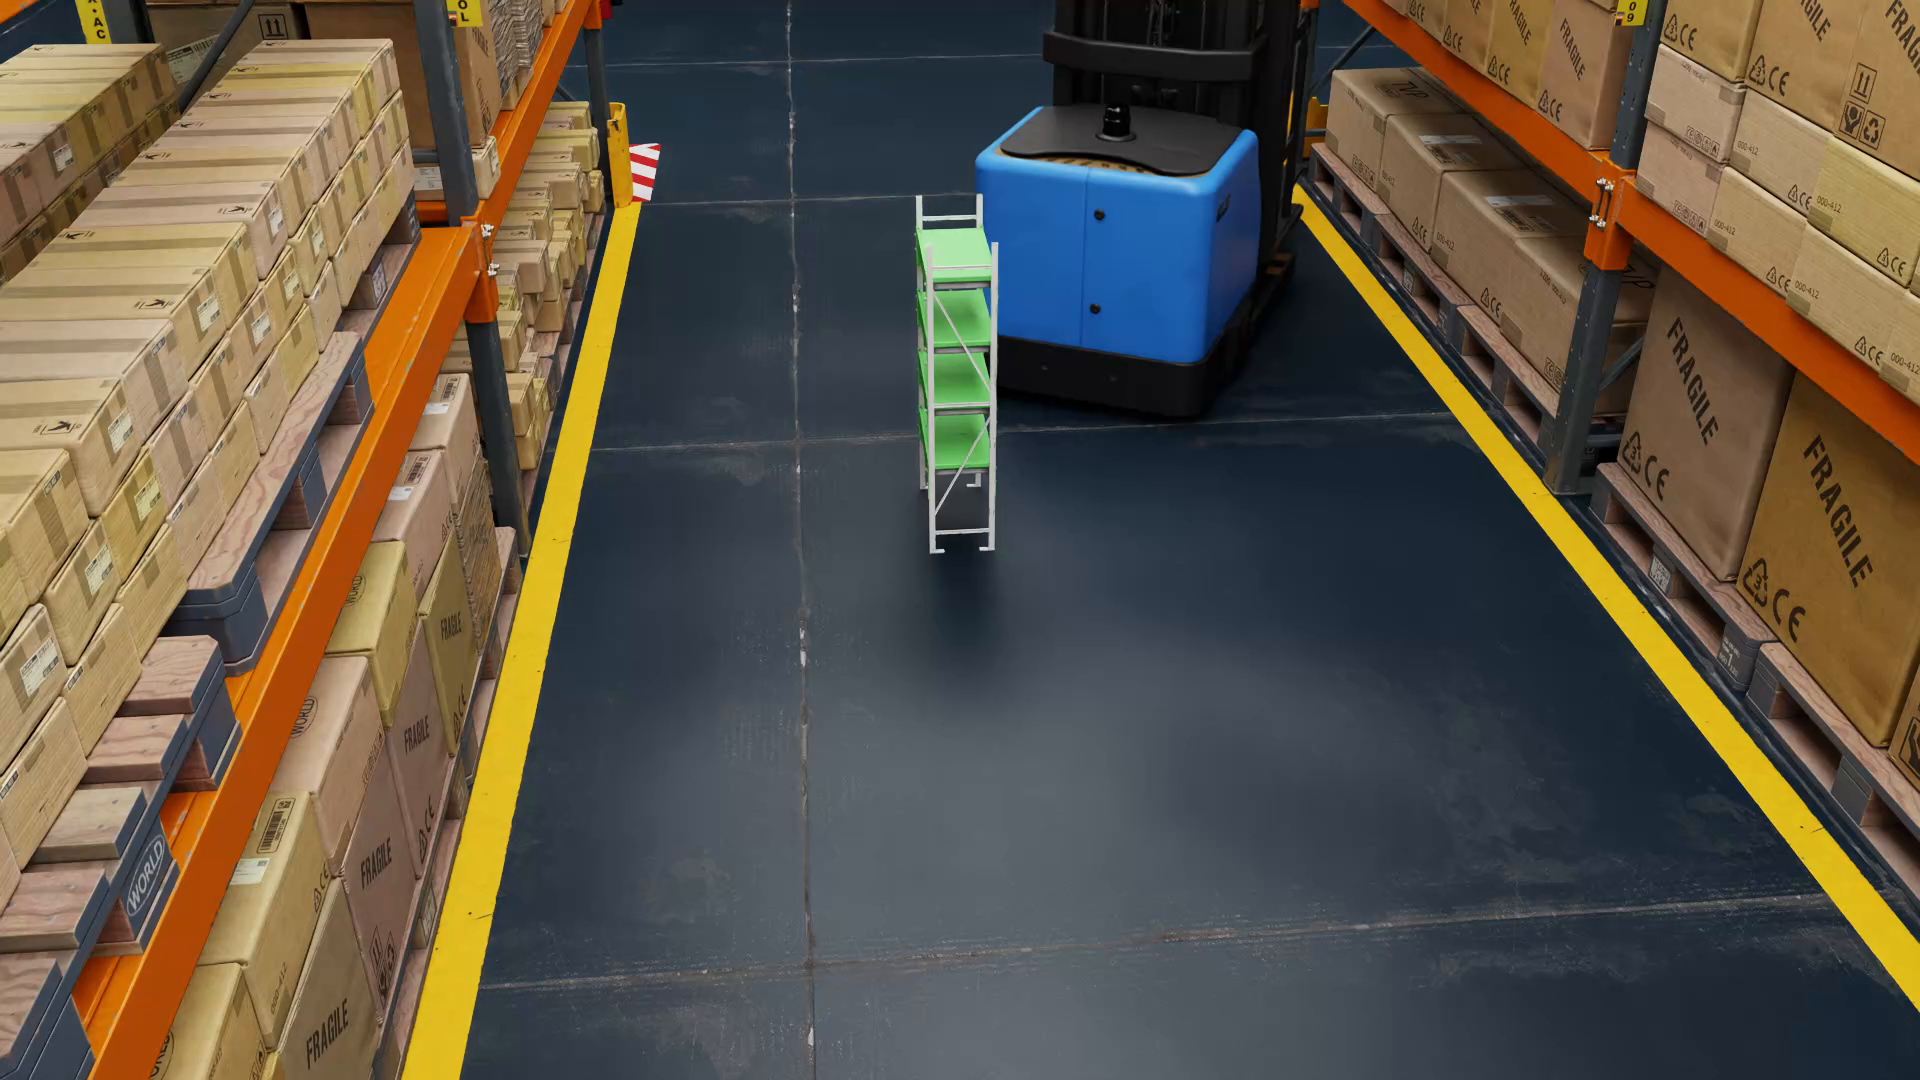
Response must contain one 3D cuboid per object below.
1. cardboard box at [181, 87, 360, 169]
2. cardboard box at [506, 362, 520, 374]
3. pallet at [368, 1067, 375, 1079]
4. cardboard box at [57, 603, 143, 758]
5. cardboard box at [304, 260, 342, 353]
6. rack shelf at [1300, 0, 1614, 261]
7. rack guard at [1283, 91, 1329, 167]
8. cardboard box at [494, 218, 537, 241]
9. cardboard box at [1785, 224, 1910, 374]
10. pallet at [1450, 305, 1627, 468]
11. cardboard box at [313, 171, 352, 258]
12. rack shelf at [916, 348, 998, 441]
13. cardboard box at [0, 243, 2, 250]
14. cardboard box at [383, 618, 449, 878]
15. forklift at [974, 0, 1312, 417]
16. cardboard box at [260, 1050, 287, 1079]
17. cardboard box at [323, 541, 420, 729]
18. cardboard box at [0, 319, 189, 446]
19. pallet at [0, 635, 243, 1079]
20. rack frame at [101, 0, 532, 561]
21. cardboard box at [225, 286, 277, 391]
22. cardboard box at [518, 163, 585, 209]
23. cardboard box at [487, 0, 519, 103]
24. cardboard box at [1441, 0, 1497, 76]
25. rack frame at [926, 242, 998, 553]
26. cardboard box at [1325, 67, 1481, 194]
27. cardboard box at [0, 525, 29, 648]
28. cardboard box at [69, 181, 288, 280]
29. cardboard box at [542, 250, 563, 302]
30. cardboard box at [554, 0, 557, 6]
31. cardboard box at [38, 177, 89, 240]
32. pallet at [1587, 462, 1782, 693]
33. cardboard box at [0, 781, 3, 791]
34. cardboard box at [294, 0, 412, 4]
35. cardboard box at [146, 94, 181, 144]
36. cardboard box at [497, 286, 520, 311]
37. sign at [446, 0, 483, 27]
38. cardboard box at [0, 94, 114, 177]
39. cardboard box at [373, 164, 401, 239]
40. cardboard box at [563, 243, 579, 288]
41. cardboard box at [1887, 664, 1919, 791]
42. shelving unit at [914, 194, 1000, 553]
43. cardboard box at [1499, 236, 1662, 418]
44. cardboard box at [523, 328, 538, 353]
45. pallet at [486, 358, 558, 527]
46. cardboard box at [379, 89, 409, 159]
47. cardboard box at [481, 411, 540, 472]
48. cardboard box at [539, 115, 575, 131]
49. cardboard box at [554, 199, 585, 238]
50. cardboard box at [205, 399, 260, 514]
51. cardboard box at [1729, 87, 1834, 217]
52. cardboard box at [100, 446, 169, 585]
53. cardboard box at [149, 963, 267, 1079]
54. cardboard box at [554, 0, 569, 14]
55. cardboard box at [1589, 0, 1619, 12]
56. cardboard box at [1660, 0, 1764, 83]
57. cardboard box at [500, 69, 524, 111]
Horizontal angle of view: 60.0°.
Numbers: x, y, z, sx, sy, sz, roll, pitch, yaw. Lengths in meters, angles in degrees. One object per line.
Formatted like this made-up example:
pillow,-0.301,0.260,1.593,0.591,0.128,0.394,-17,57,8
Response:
cardboard box,-1.816,-1.084,4.395,0.380,0.149,0.250,-4,31,-6
cardboard box,-1.924,-0.630,6.461,0.380,0.149,0.250,-3,31,-4
pallet,-1.794,1.619,3.333,1.003,0.211,1.213,-3,31,-5
cardboard box,-1.613,0.236,2.765,0.380,0.149,0.250,-1,31,-2
cardboard box,-1.760,-0.570,4.115,0.380,0.149,0.250,-4,31,-7
rack shelf,2.636,-2.222,7.746,1.077,0.370,4.000,-3,31,-5
rack guard,2.447,-2.491,9.933,1.175,0.500,0.348,-3,31,-5
cardboard box,-2.058,-1.290,7.275,0.380,0.149,0.250,-4,31,-7
cardboard box,2.683,-0.681,4.612,0.500,0.250,0.500,-3,31,-5
pallet,2.830,-0.705,7.224,1.003,0.211,1.213,-3,31,-5
cardboard box,-1.786,-0.827,4.254,0.380,0.149,0.250,-4,31,-6
rack shelf,-0.015,-0.545,6.117,0.258,0.148,0.480,-3,31,-5
cardboard box,-2.395,-0.666,3.694,0.380,0.149,0.250,-2,31,-3
cardboard box,-1.685,0.562,4.413,0.500,0.500,0.500,-3,31,-6
forklift,1.056,-2.517,7.606,1.130,2.935,3.031,11,33,18
cardboard box,-1.534,1.341,3.108,0.500,0.500,0.500,-4,31,-7
cardboard box,-1.676,0.250,4.202,0.500,0.250,0.500,-4,31,-7
cardboard box,-1.670,-0.288,3.062,0.380,0.149,0.250,-1,31,-2
pallet,-1.895,0.545,2.600,1.213,0.211,1.003,-3,31,-5
rack frame,-2.096,-1.221,5.369,1.000,3.000,0.127,-3,31,-5
cardboard box,-1.718,-0.430,3.591,0.380,0.149,0.250,-2,31,-3
cardboard box,-2.009,-1.690,7.944,0.380,0.149,0.250,-2,31,-3
cardboard box,-1.944,-1.909,6.133,0.500,0.500,0.500,-3,31,-5
cardboard box,2.410,-2.296,7.071,0.500,0.500,0.500,-3,31,-5
rack frame,0.007,-0.475,5.875,0.240,1.200,0.015,-3,31,-5
cardboard box,2.611,-2.300,9.265,0.875,0.438,0.875,-4,31,-6
cardboard box,-1.600,0.111,2.394,0.380,0.149,0.250,-4,31,-6
cardboard box,-1.743,-0.688,3.732,0.380,0.149,0.250,-4,31,-7
cardboard box,-1.968,-1.164,7.355,0.380,0.149,0.250,-3,31,-5
cardboard box,-2.071,-2.695,7.449,0.500,0.500,0.500,-3,31,-4
cardboard box,-2.441,-0.801,4.212,0.380,0.149,0.250,-4,31,-7
pallet,2.970,0.078,5.914,1.003,0.211,1.213,-3,31,-5
cardboard box,-1.567,0.365,2.259,0.380,0.149,0.250,-1,31,-2
cardboard box,-1.895,-2.063,5.416,0.500,0.500,0.500,-2,31,-3
cardboard box,-2.517,-1.198,4.876,0.380,0.149,0.250,-2,31,-4
cardboard box,-1.961,-0.889,6.603,0.380,0.149,0.250,-3,31,-5
sign,-1.543,-1.746,5.120,0.100,0.325,0.005,-3,31,-5
cardboard box,-2.463,-1.053,4.342,0.380,0.149,0.250,-2,31,-4
cardboard box,-1.836,-0.967,4.780,0.380,0.149,0.250,-3,31,-4
cardboard box,-2.021,-1.302,7.875,0.380,0.149,0.250,-2,31,-4
cardboard box,3.136,0.452,4.230,0.875,0.875,0.875,-2,31,-4
shelving unit,-0.015,-0.600,6.084,0.258,1.200,0.503,-3,31,-5
cardboard box,2.871,-0.916,6.947,0.875,0.438,0.875,-3,31,-5
cardboard box,-1.983,-0.766,6.978,0.380,0.149,0.250,-3,31,-6
pallet,-2.194,-0.365,6.655,1.003,0.211,1.213,-3,31,-5
cardboard box,-1.862,-1.227,4.925,0.380,0.149,0.250,-2,31,-3
cardboard box,-1.810,-0.379,6.329,0.380,0.149,0.250,-4,31,-7
cardboard box,-2.201,-2.086,8.607,0.380,0.149,0.250,-2,31,-4
cardboard box,-2.024,-1.562,8.021,0.380,0.149,0.250,-2,31,-4
cardboard box,-1.689,-0.166,3.438,0.380,0.149,0.250,-2,31,-4
cardboard box,2.660,-1.157,4.920,0.500,0.250,0.500,-2,31,-4
cardboard box,-1.647,-0.039,2.935,0.380,0.149,0.250,-3,31,-4
cardboard box,-1.545,1.029,2.900,0.500,0.250,0.500,-4,31,-7
cardboard box,-2.086,-2.617,7.951,0.380,0.149,0.250,-2,31,-3
cardboard box,2.504,-2.210,5.952,0.500,0.500,0.500,-3,31,-5
cardboard box,2.578,-1.743,5.171,0.500,0.500,0.500,-2,31,-4
cardboard box,-1.950,-1.806,6.594,0.380,0.149,0.250,-2,31,-4
